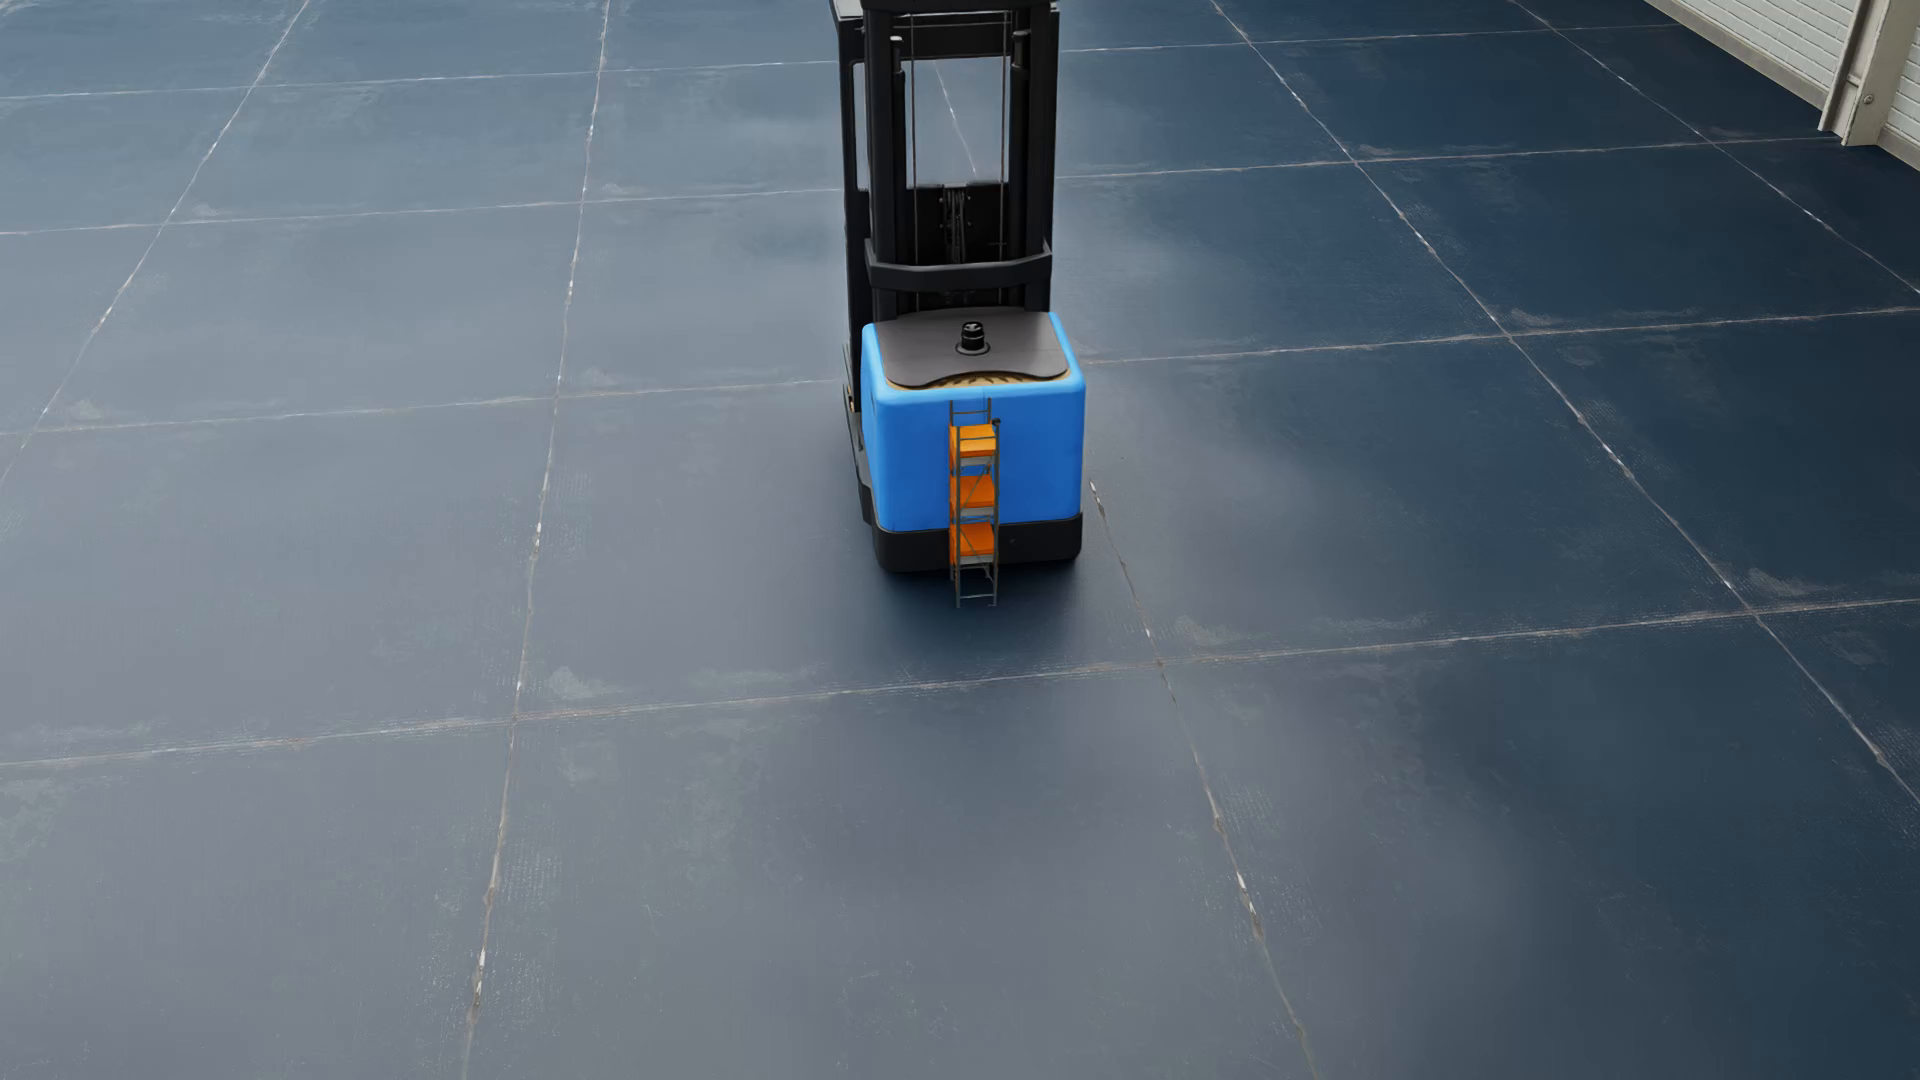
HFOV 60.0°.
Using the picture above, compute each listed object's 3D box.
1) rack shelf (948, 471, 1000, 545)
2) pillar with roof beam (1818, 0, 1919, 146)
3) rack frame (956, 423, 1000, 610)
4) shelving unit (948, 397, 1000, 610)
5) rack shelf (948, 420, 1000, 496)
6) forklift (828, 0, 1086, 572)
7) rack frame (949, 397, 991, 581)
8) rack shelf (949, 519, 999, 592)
[{"bbox_3d":[0.066,-0.156,8.066,0.215,0.259,0.240,-4,35,-7],"label":"rack shelf"},{"bbox_3d":[2.996,-6.693,10.581,9.100,9.000,0.400,-4,35,-6],"label":"pillar with roof beam"},{"bbox_3d":[0.083,-0.097,7.960,0.200,1.050,0.008,-4,35,-7],"label":"rack frame"},{"bbox_3d":[0.066,-0.165,8.060,0.215,1.050,0.252,-4,35,-7],"label":"shelving unit"},{"bbox_3d":[0.066,-0.391,7.906,0.215,0.259,0.240,-4,35,-7],"label":"rack shelf"},{"bbox_3d":[-0.091,-1.865,8.884,1.130,2.935,3.031,-4,35,-7],"label":"forklift"},{"bbox_3d":[0.049,-0.233,8.160,0.200,1.050,0.008,-4,35,-7],"label":"rack frame"},{"bbox_3d":[0.066,0.073,8.223,0.215,0.259,0.240,-4,35,-7],"label":"rack shelf"}]
